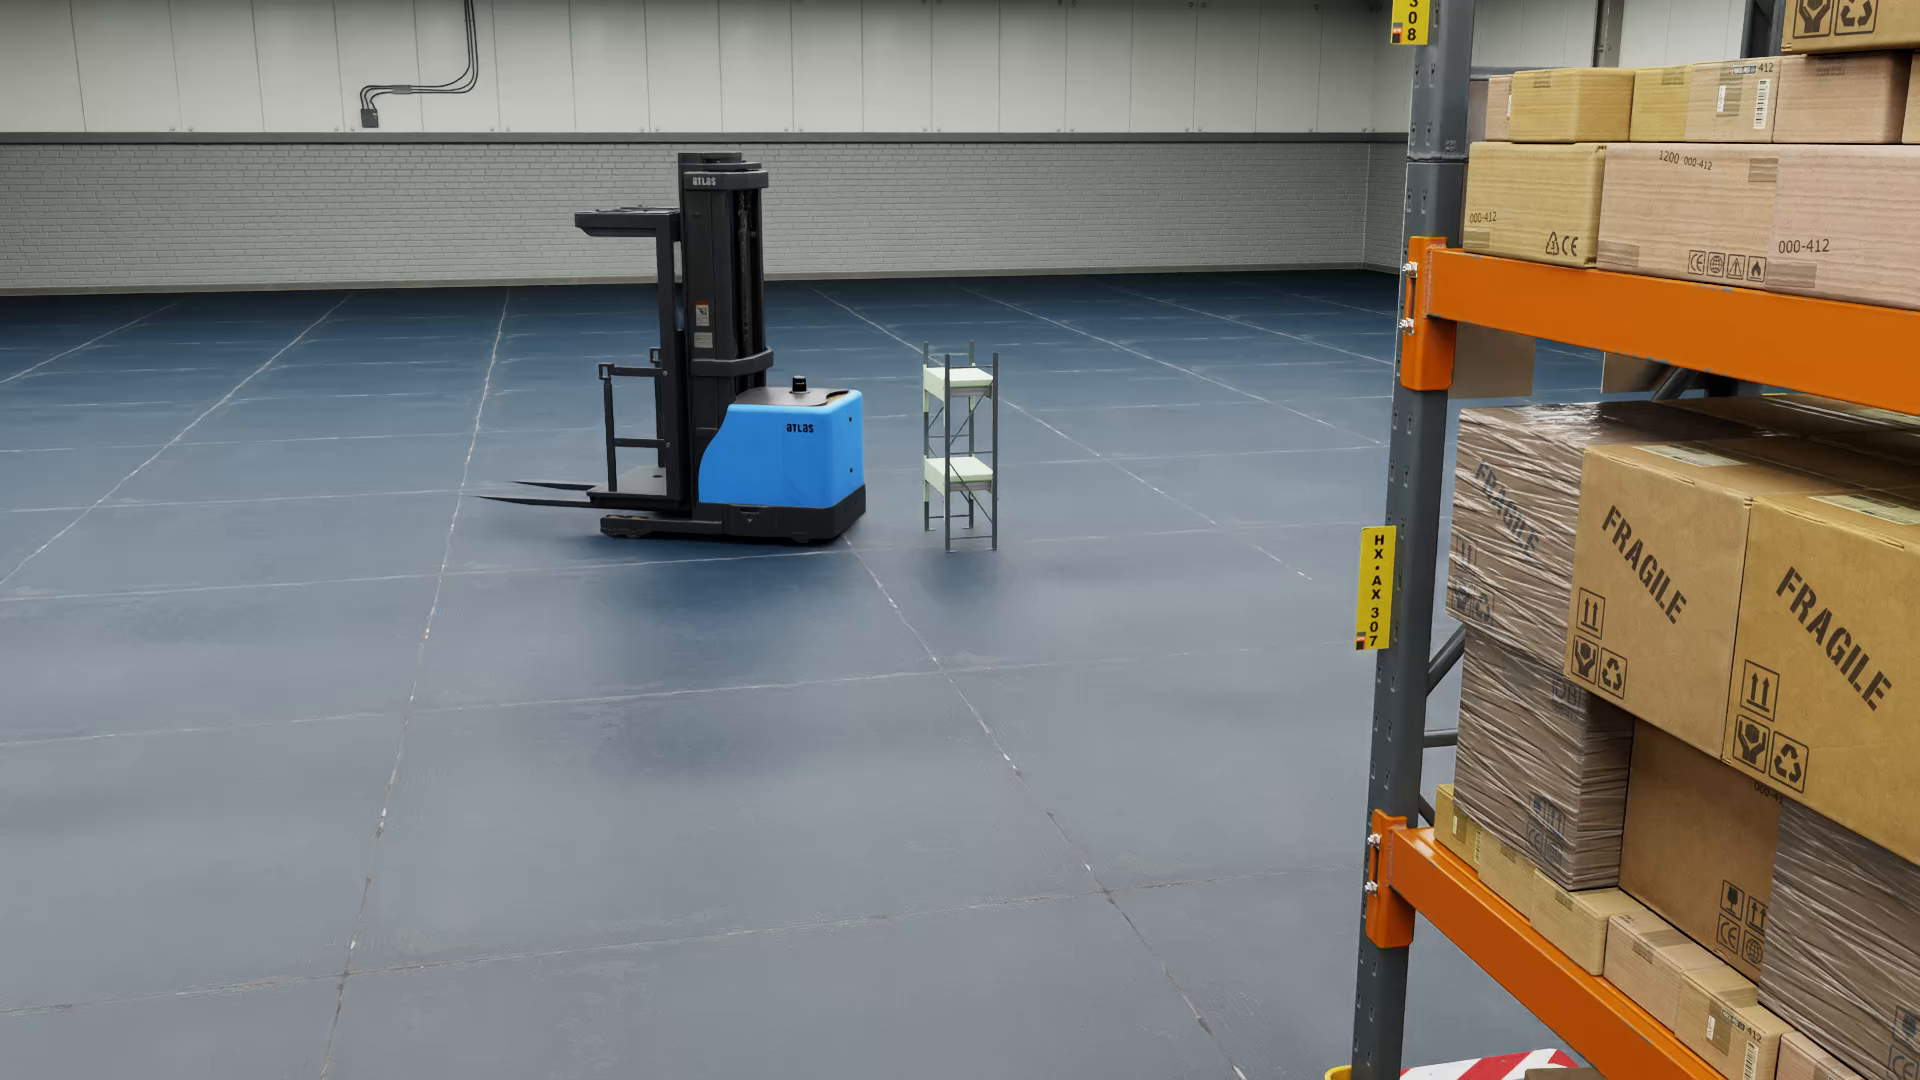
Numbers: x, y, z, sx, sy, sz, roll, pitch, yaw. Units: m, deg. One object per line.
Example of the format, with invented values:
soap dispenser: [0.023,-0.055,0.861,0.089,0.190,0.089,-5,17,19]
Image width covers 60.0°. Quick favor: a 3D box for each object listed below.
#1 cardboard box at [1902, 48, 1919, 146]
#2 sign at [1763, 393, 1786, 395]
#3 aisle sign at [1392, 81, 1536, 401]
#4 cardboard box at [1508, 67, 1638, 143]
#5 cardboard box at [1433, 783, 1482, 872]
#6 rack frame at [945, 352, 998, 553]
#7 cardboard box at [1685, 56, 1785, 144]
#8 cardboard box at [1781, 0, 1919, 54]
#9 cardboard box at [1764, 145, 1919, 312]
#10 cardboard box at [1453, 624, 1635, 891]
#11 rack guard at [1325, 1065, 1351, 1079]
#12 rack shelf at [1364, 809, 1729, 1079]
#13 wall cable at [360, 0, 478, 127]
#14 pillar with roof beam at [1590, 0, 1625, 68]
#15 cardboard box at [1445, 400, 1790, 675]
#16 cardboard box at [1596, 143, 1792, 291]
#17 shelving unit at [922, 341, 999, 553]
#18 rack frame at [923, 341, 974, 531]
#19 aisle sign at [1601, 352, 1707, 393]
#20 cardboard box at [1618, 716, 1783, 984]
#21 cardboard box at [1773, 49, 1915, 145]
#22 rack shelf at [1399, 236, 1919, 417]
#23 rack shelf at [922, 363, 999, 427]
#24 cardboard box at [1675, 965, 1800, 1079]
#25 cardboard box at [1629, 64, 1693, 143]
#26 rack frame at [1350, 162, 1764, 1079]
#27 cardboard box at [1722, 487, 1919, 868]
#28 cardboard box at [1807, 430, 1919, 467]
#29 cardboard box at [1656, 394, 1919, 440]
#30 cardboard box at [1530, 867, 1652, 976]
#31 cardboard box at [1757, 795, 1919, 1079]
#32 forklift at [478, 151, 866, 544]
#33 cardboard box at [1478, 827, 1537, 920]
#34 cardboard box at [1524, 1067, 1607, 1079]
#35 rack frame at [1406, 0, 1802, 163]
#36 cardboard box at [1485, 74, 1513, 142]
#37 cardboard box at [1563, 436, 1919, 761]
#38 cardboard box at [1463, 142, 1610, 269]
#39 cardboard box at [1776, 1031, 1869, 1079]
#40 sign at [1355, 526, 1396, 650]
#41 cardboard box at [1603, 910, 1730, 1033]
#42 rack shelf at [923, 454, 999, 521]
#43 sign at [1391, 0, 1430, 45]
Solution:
cardboard box: [1.711,-0.685,2.566,0.380,0.149,0.250,-4,14,-16]
sign: [2.143,-0.228,4.433,0.100,0.325,0.005,-3,14,-13]
aisle sign: [1.292,-0.746,4.182,0.394,0.787,0.004,-3,14,-13]
cardboard box: [1.405,-0.922,3.535,0.380,0.149,0.250,-3,14,-12]
cardboard box: [1.434,0.716,4.207,0.380,0.149,0.250,-3,14,-13]
rack frame: [0.084,-0.646,12.410,0.400,1.500,0.023,-3,14,-13]
cardboard box: [1.579,-0.803,3.051,0.380,0.149,0.250,-3,14,-11]
cardboard box: [1.685,-1.021,2.574,0.500,0.500,0.500,-3,14,-13]
cardboard box: [1.700,-0.511,2.694,0.500,0.250,0.500,-3,14,-13]
cardboard box: [1.701,0.450,3.927,0.875,0.500,0.500,-3,14,-13]
rack guard: [1.616,1.746,4.725,1.175,0.500,0.348,-3,14,-13]
rack shelf: [2.068,1.326,2.697,1.077,0.370,4.000,-3,14,-13]
wall cable: [-10.791,-11.211,32.687,2.305,6.003,0.169,-3,14,-13]
pillar with roof beam: [7.227,-8.411,28.395,9.100,9.000,0.400,-3,14,-13]
cardboard box: [1.463,-0.022,3.753,0.500,0.500,0.500,-3,14,-13]
cardboard box: [1.588,-0.625,3.162,0.500,0.250,0.500,-4,14,-14]
shelving unit: [-0.002,-0.730,12.755,0.431,1.500,0.755,-3,14,-13]
rack frame: [-0.088,-0.815,13.101,0.400,1.500,0.023,-3,14,-13]
aisle sign: [1.876,-0.779,4.319,0.394,0.787,0.004,-3,14,-13]
cardboard box: [1.935,0.559,3.483,0.875,0.500,0.500,-3,14,-13]
cardboard box: [1.632,-0.747,2.821,0.380,0.149,0.250,-3,14,-13]
rack shelf: [2.068,-0.132,2.341,1.077,0.370,4.000,-3,14,-13]
rack shelf: [-0.002,-1.109,12.663,0.431,0.370,0.720,-3,14,-13]
cardboard box: [1.649,0.948,3.258,0.380,0.149,0.250,-3,14,-13]
cardboard box: [1.584,-0.870,3.325,0.380,0.149,0.250,-4,14,-14]
rack frame: [1.599,0.515,4.500,1.000,3.000,0.127,-3,14,-13]
cardboard box: [1.692,0.209,2.807,0.500,0.500,0.500,-3,14,-13]
cardboard box: [2.091,0.064,3.401,0.500,0.500,0.500,-3,14,-13]
cardboard box: [1.968,-0.051,3.871,0.500,0.500,0.500,-3,14,-13]
cardboard box: [1.518,0.833,3.727,0.380,0.149,0.250,-3,14,-13]
cardboard box: [2.010,0.676,3.001,0.875,0.500,0.500,-3,14,-13]
forklift: [-2.340,-1.556,13.120,3.031,2.935,1.130,3,14,12]
cardboard box: [1.474,0.774,3.966,0.380,0.149,0.250,-3,14,-13]
cardboard box: [1.729,1.670,4.154,0.500,0.500,0.500,-1,14,-3]
rack frame: [1.599,-2.400,3.788,1.000,3.000,0.127,-3,14,-13]
cardboard box: [1.438,-0.987,3.802,0.380,0.149,0.250,-3,14,-14]
cardboard box: [1.573,0.094,3.279,0.500,0.500,0.500,-3,14,-13]
cardboard box: [1.460,-0.744,3.648,0.500,0.250,0.500,-3,14,-12]
cardboard box: [1.734,1.004,3.028,0.380,0.149,0.250,-3,14,-13]
sign: [1.071,0.124,4.274,0.100,0.325,0.005,-3,14,-13]
cardboard box: [1.597,0.889,3.495,0.380,0.149,0.250,-3,14,-13]
rack shelf: [-0.002,-0.413,12.833,0.431,0.370,0.720,-3,14,-13]
sign: [1.071,-1.337,3.917,0.100,0.325,0.005,-3,14,-13]
